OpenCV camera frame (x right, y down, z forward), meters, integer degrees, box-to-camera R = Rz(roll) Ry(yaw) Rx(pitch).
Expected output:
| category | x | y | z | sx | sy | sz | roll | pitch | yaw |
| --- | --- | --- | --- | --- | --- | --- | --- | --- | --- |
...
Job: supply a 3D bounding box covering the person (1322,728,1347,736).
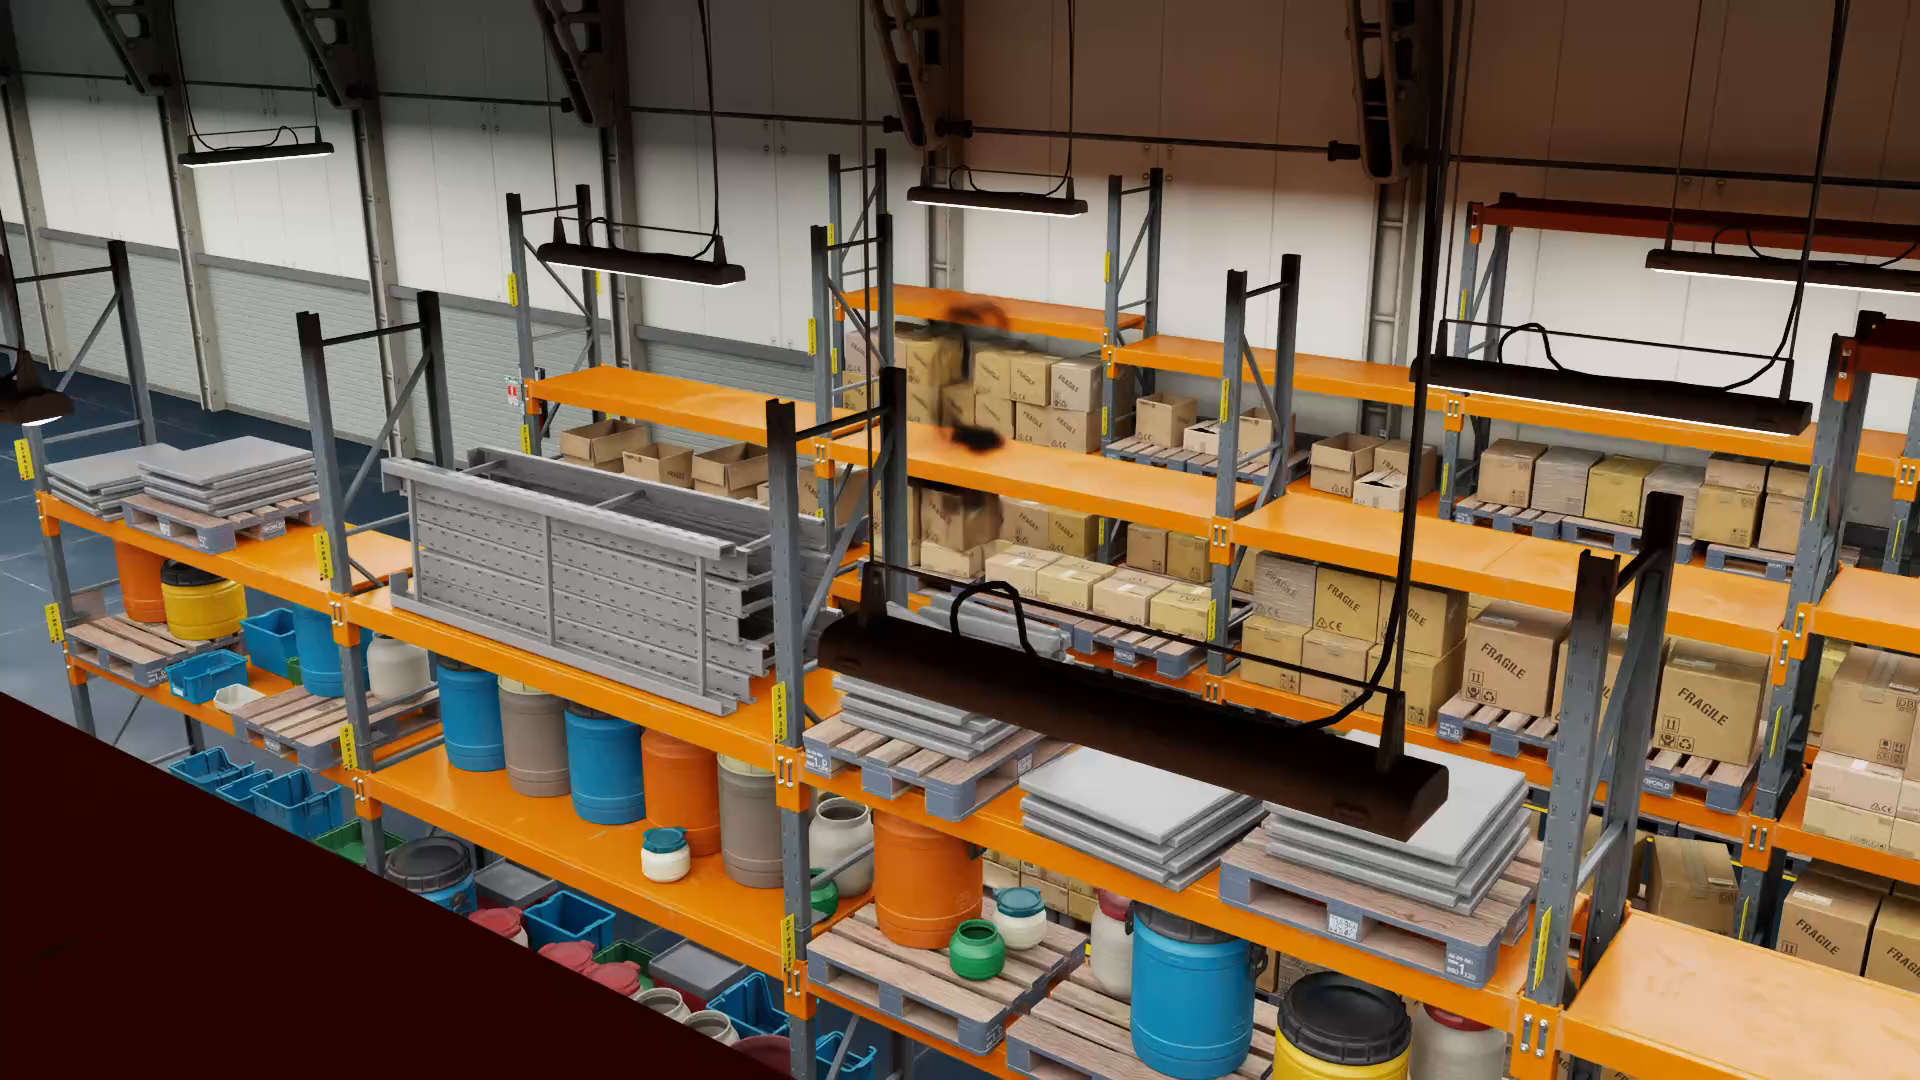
| category | x | y | z | sx | sy | sz | roll | pitch | yaw |
| --- | --- | --- | --- | --- | --- | --- | --- | --- | --- |
| person | 3.849 | 2.086 | 16.254 | 0.799 | 1.711 | 0.655 | 12 | 22 | 32 |
